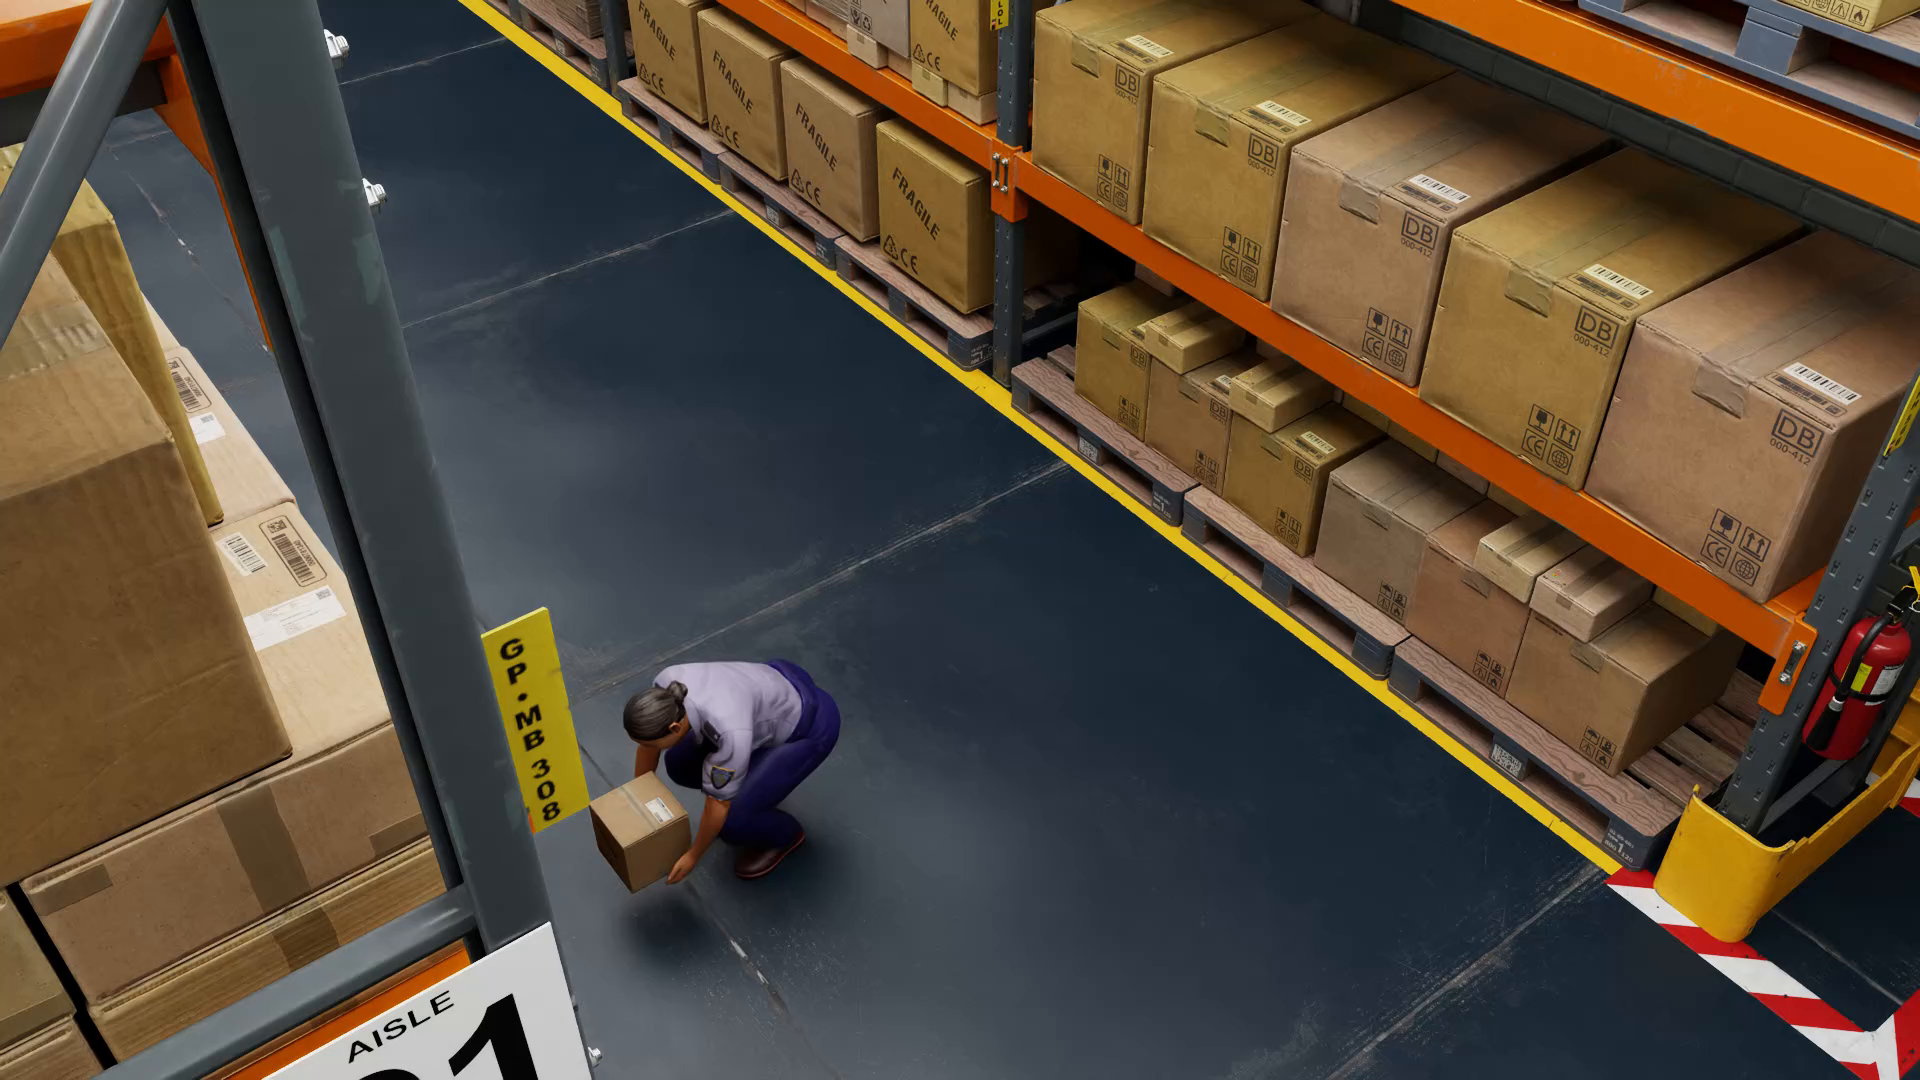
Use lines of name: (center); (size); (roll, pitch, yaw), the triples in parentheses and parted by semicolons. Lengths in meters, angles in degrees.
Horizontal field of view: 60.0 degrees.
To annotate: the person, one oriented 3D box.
person: (-0.798, 0.743, 5.808); (0.810, 0.995, 0.529); (-27, 47, -28)
